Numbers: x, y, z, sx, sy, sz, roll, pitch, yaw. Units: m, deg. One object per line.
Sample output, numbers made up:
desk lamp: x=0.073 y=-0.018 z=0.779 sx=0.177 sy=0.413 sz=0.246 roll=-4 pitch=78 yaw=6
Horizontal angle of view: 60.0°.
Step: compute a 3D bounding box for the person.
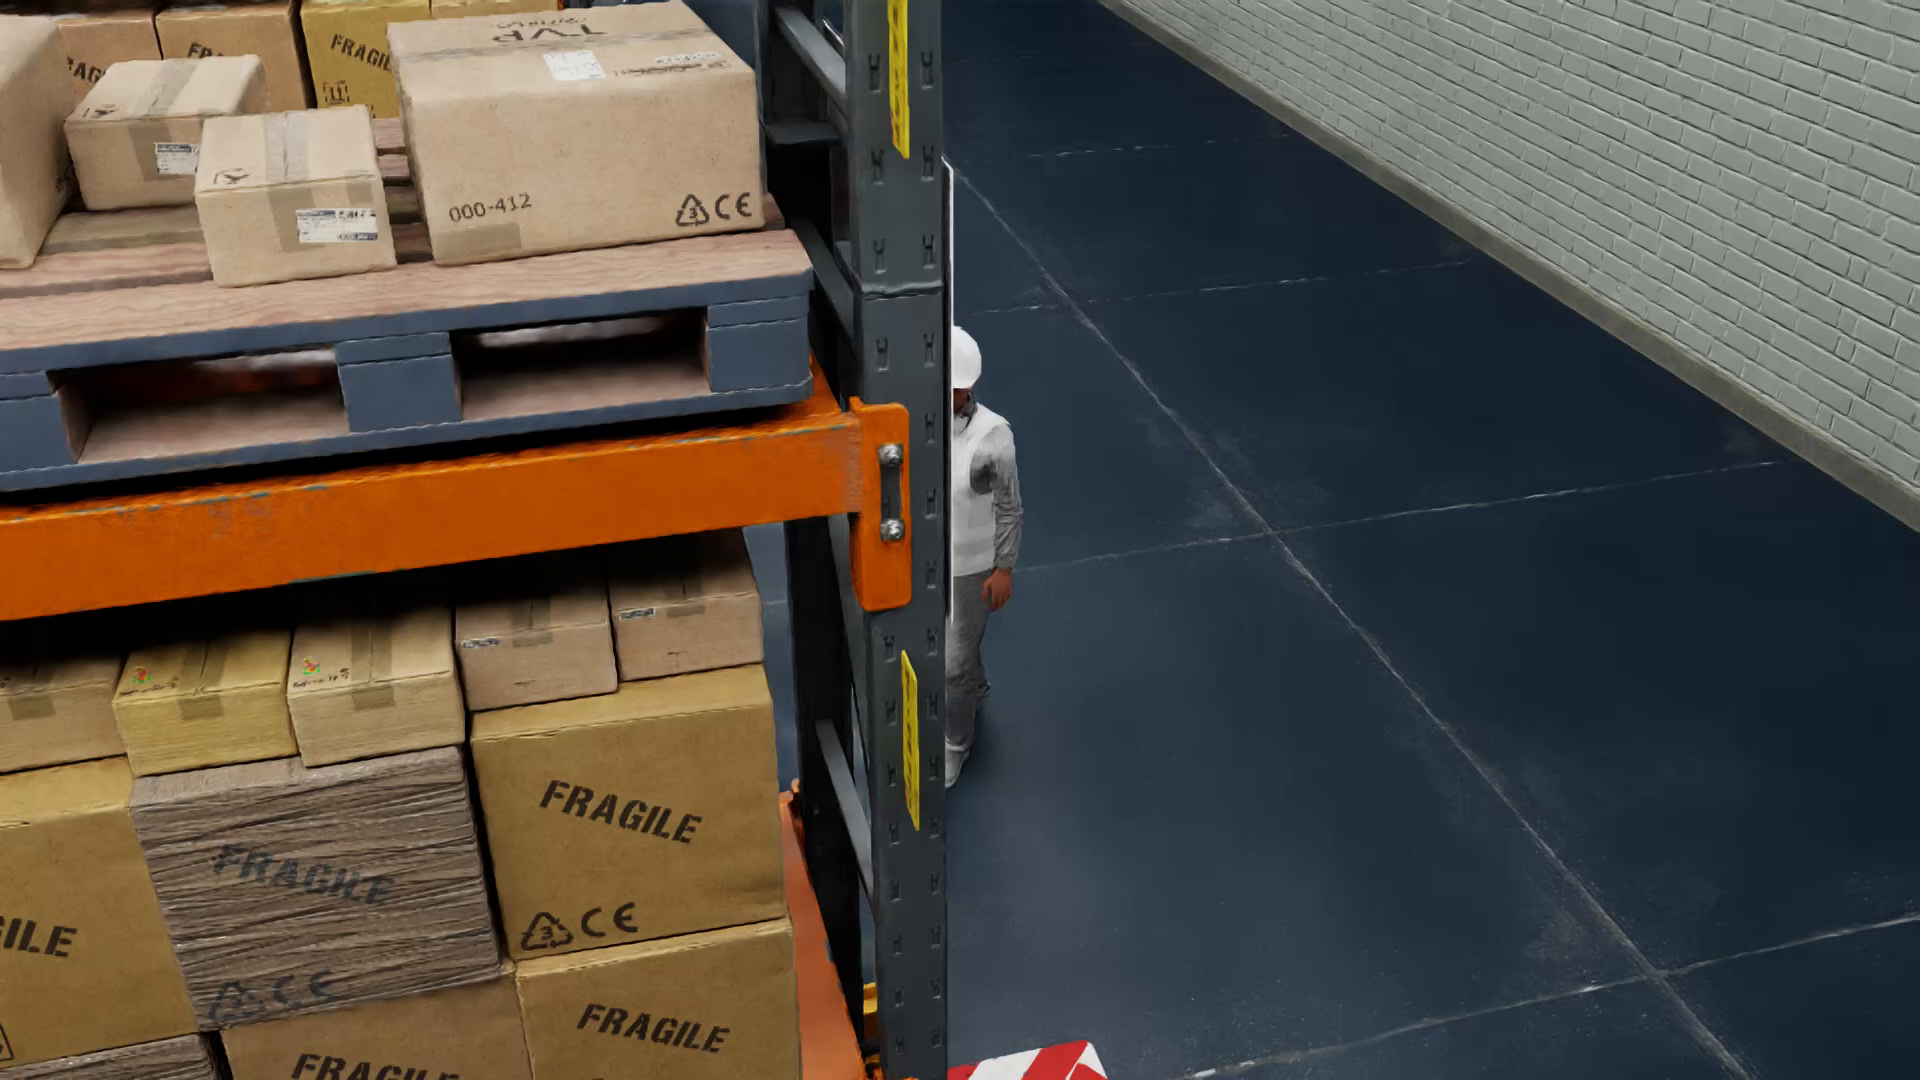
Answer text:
person: x=-0.029 y=0.032 z=6.048 sx=0.554 sy=1.769 sz=0.565 roll=24 pitch=38 yaw=35
